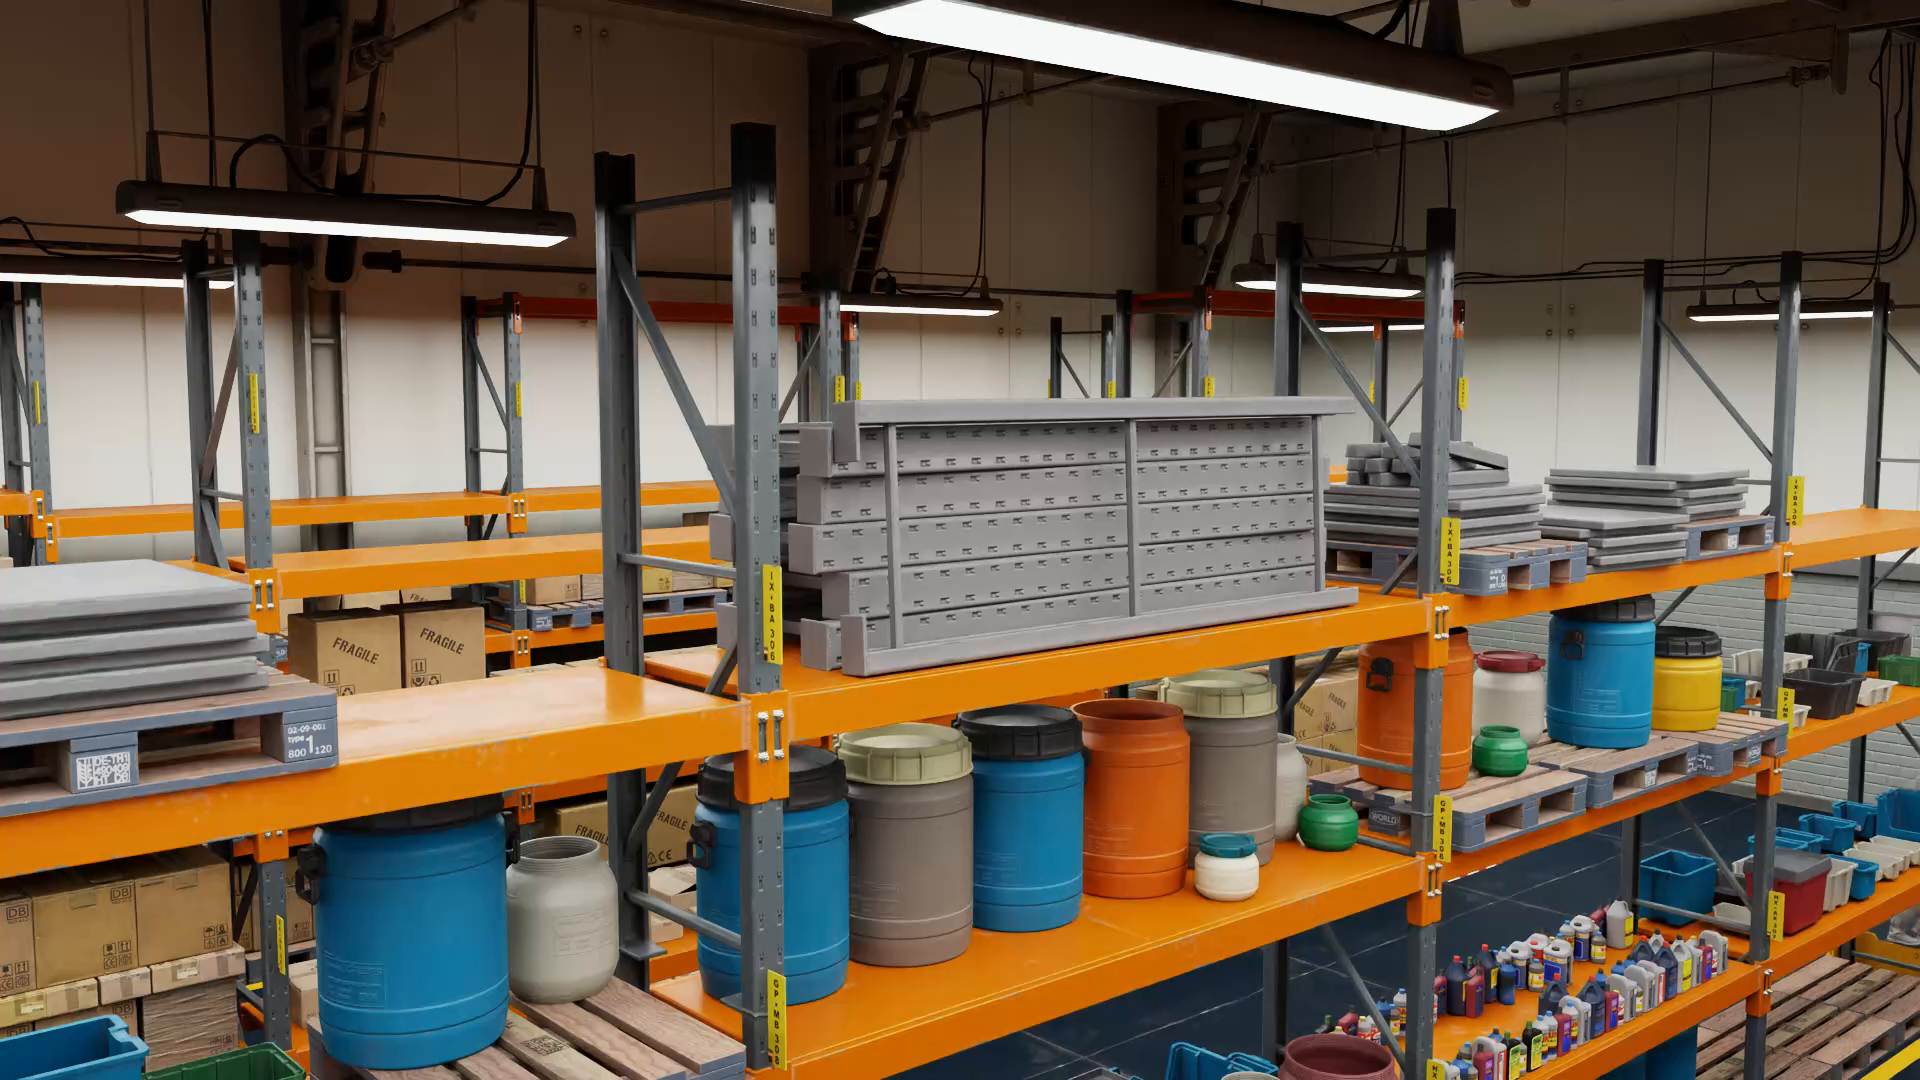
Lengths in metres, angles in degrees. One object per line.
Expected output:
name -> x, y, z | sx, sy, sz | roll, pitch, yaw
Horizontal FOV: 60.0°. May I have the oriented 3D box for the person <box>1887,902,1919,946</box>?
person -> 8.747, 2.927, 15.091 | 0.527, 1.666, 0.570 | 4, 7, 38
